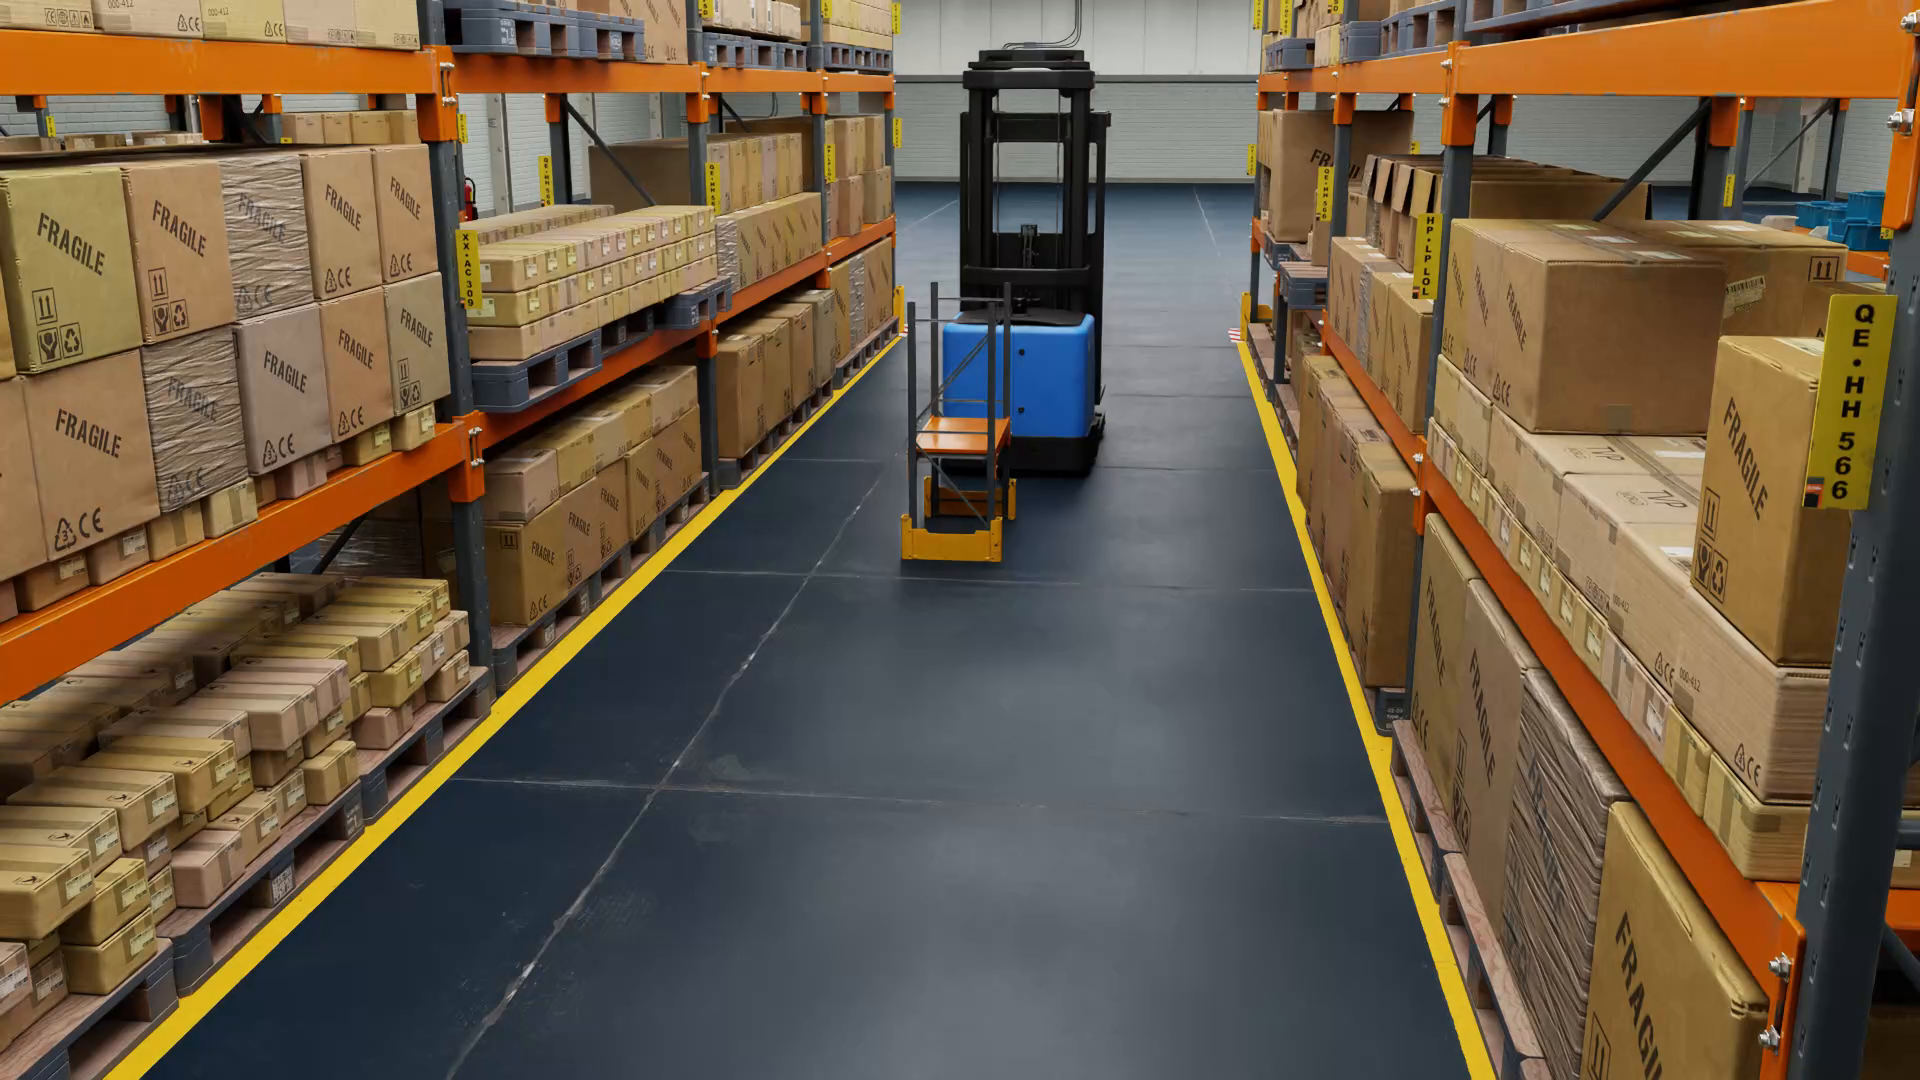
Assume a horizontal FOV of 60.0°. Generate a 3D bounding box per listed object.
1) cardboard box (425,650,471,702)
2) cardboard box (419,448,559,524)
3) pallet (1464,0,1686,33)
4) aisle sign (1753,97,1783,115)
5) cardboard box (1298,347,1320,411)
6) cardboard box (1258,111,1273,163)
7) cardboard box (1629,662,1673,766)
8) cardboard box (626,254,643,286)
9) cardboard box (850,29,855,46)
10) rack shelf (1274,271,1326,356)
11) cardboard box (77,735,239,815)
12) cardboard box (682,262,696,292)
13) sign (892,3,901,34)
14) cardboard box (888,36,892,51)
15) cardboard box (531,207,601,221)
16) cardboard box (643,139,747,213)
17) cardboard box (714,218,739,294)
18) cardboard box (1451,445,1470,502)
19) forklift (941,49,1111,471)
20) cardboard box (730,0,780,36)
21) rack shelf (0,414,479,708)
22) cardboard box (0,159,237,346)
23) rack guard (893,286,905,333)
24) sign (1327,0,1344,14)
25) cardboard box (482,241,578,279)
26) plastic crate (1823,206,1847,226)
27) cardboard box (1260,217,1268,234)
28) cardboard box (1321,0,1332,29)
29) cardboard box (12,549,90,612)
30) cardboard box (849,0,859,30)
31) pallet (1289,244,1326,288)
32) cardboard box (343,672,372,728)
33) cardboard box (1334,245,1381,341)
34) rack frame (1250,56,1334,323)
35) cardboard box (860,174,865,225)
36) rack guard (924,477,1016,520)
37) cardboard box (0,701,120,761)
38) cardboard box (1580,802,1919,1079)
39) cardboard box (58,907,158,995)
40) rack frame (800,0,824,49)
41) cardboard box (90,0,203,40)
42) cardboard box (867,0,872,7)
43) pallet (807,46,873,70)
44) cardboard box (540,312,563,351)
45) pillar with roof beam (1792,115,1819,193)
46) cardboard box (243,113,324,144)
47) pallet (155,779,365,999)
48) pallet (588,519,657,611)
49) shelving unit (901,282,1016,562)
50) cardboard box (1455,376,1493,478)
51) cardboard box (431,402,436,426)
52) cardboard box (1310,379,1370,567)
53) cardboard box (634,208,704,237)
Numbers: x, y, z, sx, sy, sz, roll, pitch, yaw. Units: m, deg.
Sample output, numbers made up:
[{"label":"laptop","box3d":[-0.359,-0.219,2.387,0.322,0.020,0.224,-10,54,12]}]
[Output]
[{"label":"cardboard box","box3d":[-2.292,0.563,6.989,0.380,0.149,0.250,2,15,7]},{"label":"cardboard box","box3d":[-2.240,-0.264,7.939,0.500,0.250,0.500,1,15,4]},{"label":"pallet","box3d":[2.228,-1.743,5.284,1.003,0.211,1.213,2,15,6]},{"label":"aisle sign","box3d":[8.323,-4.798,17.180,0.394,0.787,0.004,2,15,6]},{"label":"cardboard box","box3d":[3.007,-1.203,12.812,0.700,0.500,0.500,0,15,1]},{"label":"cardboard box","box3d":[3.288,-4.072,16.799,0.500,0.500,0.500,2,15,6]},{"label":"cardboard box","box3d":[1.649,0.374,3.513,0.380,0.149,0.250,2,15,6]},{"label":"cardboard box","box3d":[-1.911,-1.441,8.852,0.380,0.149,0.250,1,15,5]},{"label":"cardboard box","box3d":[-1.192,-4.723,15.620,0.380,0.149,0.250,1,15,5]},{"label":"rack shelf","box3d":[3.008,-1.758,12.297,1.077,0.370,4.000,2,15,6]},{"label":"cardboard box","box3d":[-2.512,0.734,5.218,0.380,0.149,0.250,2,15,7]},{"label":"cardboard box","box3d":[-1.792,-1.568,9.892,0.380,0.149,0.250,2,15,7]},{"label":"sign","box3d":[-0.695,-5.652,18.026,0.100,0.325,0.005,2,15,6]},{"label":"cardboard box","box3d":[-0.933,-5.316,17.813,0.380,0.149,0.250,2,15,6]},{"label":"cardboard box","box3d":[-2.407,-1.944,10.142,0.380,0.149,0.250,1,15,5]},{"label":"cardboard box","box3d":[-1.963,-2.671,12.185,0.700,0.500,0.500,1,15,5]},{"label":"cardboard box","box3d":[-1.816,-1.916,11.310,0.500,0.500,0.500,2,15,7]},{"label":"cardboard box","box3d":[1.908,-0.225,5.729,0.380,0.149,0.250,2,15,8]},{"label":"forklift","box3d":[0.576,-2.236,12.816,1.130,2.935,3.031,2,15,8]},{"label":"cardboard box","box3d":[-1.663,-3.992,12.606,0.500,0.311,0.500,1,15,4]},{"label":"rack shelf","box3d":[-2.812,0.144,5.261,1.077,0.370,4.000,2,15,6]},{"label":"cardboard box","box3d":[-2.538,-0.865,4.938,0.500,0.500,0.500,1,15,4]},{"label":"rack guard","box3d":[-1.230,-2.634,18.945,1.175,0.500,0.348,2,15,6]},{"label":"sign","box3d":[2.243,-3.301,9.887,0.100,0.325,0.005,2,15,6]},{"label":"cardboard box","box3d":[-2.028,-1.318,7.827,0.380,0.149,0.250,2,15,7]},{"label":"plastic crate","box3d":[8.768,-3.137,16.303,0.499,0.251,0.408,2,15,6]},{"label":"cardboard box","box3d":[3.150,-3.088,16.315,0.380,0.149,0.250,2,15,6]},{"label":"cardboard box","box3d":[2.634,-3.589,10.793,0.500,0.500,0.500,2,15,6]},{"label":"cardboard box","box3d":[-2.656,0.086,4.578,0.380,0.149,0.250,2,15,6]},{"label":"cardboard box","box3d":[-1.238,-4.947,15.687,0.500,0.250,0.500,2,15,6]},{"label":"pallet","box3d":[2.965,-2.009,12.213,1.003,0.211,1.213,2,15,6]},{"label":"cardboard box","box3d":[-2.463,0.602,6.277,0.380,0.149,0.250,2,15,7]},{"label":"cardboard box","box3d":[2.401,-1.383,9.340,0.500,0.500,0.500,1,15,5]},{"label":"rack frame","box3d":[3.685,-3.662,17.958,1.000,3.000,0.127,2,15,6]},{"label":"cardboard box","box3d":[-1.458,-3.524,17.161,0.875,0.550,0.550,2,15,6]},{"label":"rack guard","box3d":[0.065,-0.270,10.680,0.587,0.250,0.087,2,15,6]},{"label":"cardboard box","box3d":[-3.033,0.652,5.521,0.380,0.149,0.250,2,15,7]},{"label":"cardboard box","box3d":[1.872,1.142,3.456,0.875,0.875,0.875,2,15,6]},{"label":"cardboard box","box3d":[-2.553,1.165,4.766,0.380,0.149,0.250,2,15,7]},{"label":"rack frame","box3d":[-1.684,-5.693,13.976,1.000,3.000,0.127,2,15,6]},{"label":"cardboard box","box3d":[-2.555,-1.573,4.773,0.500,0.250,0.500,2,15,6]},{"label":"cardboard box","box3d":[-1.077,-5.370,16.485,0.380,0.149,0.250,1,15,5]},{"label":"pallet","box3d":[-1.441,-4.729,16.329,1.003,0.211,1.213,2,15,6]},{"label":"cardboard box","box3d":[-2.059,-0.964,7.658,0.380,0.149,0.250,2,15,7]},{"label":"pillar with roof beam","box3d":[18.338,-13.821,44.035,9.100,9.000,0.400,2,15,6]},{"label":"cardboard box","box3d":[-6.348,-3.699,15.417,0.700,0.500,0.500,2,15,6]},{"label":"pallet","box3d":[-2.762,1.117,5.628,1.003,0.211,1.213,2,15,6]},{"label":"pallet","box3d":[-2.365,0.105,9.370,1.003,0.211,1.213,2,15,6]},{"label":"shelving unit","box3d":[0.009,-0.744,10.039,0.587,1.500,1.083,2,15,6]},{"label":"cardboard box","box3d":[1.956,-0.378,5.530,0.500,0.250,0.500,2,15,6]},{"label":"cardboard box","box3d":[-2.386,-0.520,6.819,0.380,0.149,0.250,2,15,6]},{"label":"cardboard box","box3d":[2.575,-0.355,8.993,1.225,0.875,0.875,2,15,6]},{"label":"cardboard box","box3d":[-1.765,-1.922,10.062,0.380,0.149,0.250,2,15,6]}]
